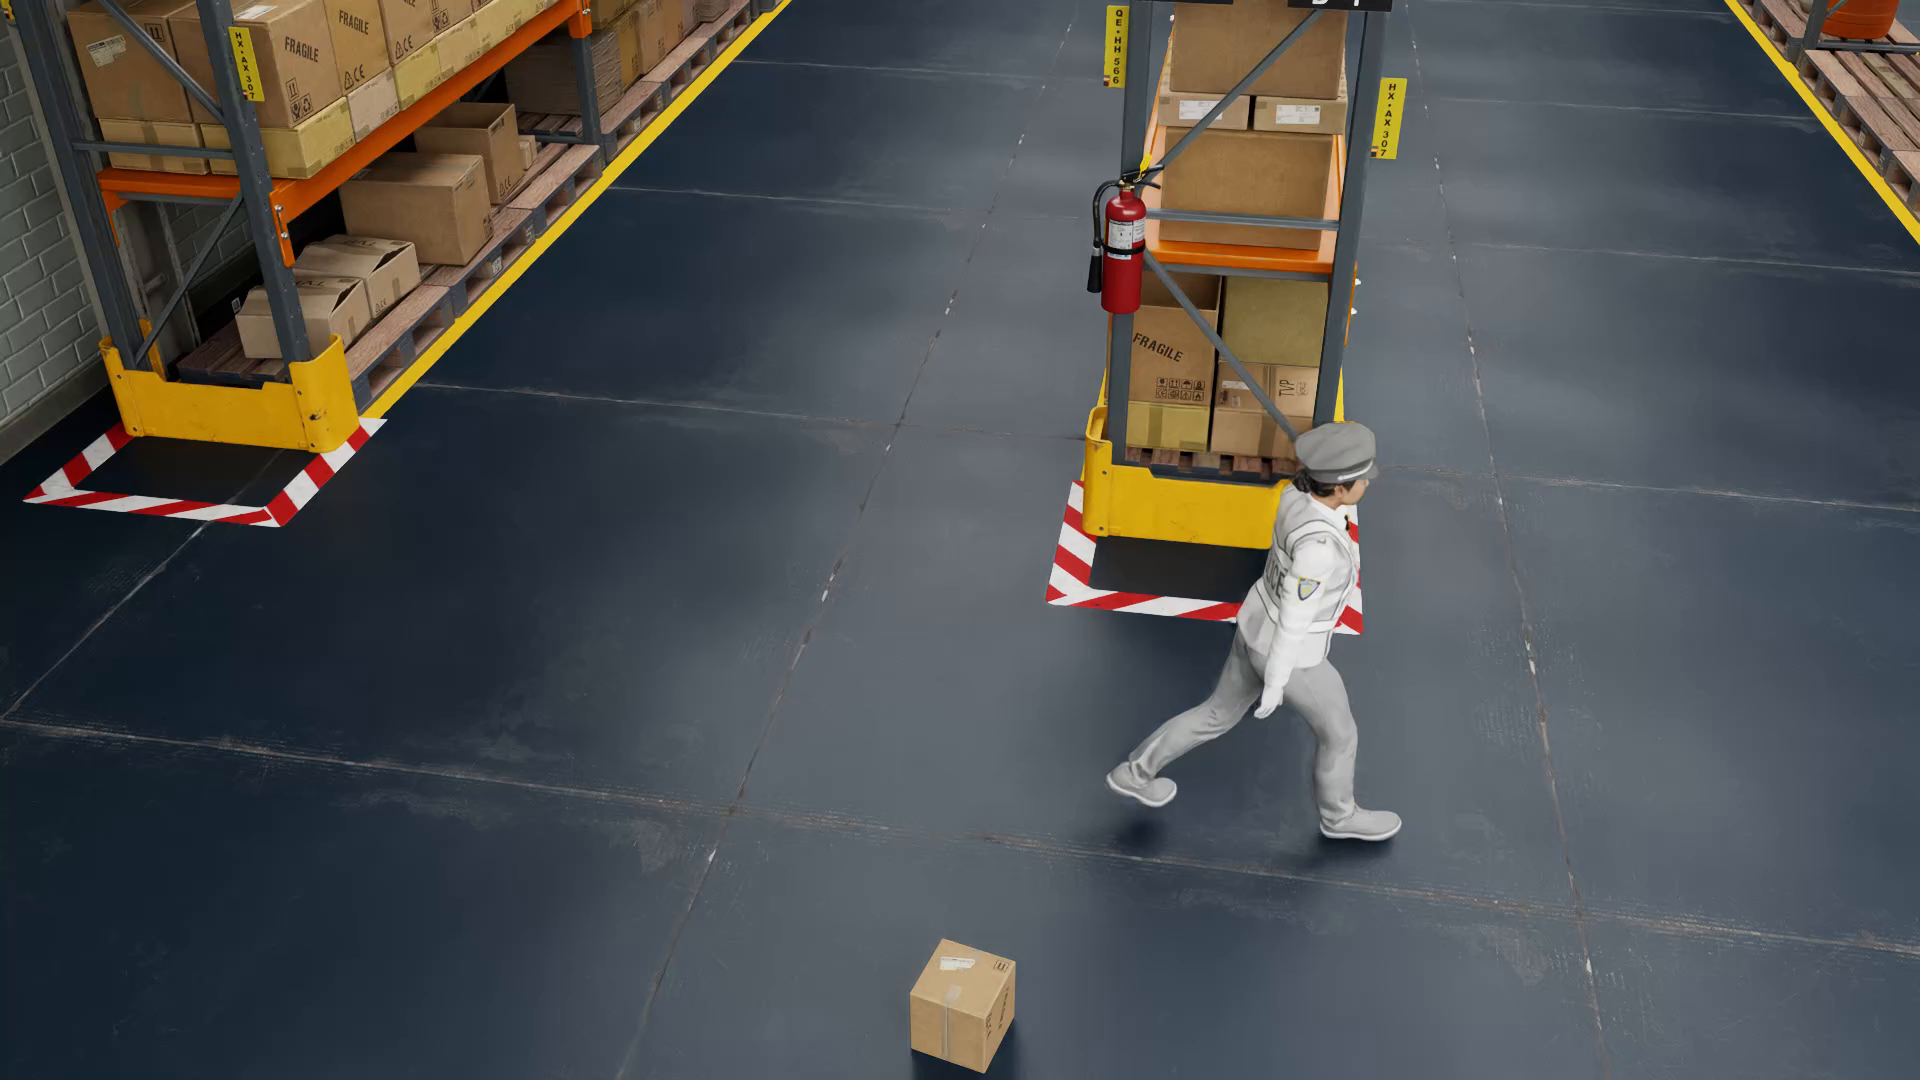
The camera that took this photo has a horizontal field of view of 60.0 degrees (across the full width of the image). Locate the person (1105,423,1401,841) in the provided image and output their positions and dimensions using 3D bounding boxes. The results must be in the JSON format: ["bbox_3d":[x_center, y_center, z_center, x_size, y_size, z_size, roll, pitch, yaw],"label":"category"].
[{"bbox_3d":[1.050,0.336,5.628,1.050,1.611,0.486,-3,33,-4],"label":"person"}]
